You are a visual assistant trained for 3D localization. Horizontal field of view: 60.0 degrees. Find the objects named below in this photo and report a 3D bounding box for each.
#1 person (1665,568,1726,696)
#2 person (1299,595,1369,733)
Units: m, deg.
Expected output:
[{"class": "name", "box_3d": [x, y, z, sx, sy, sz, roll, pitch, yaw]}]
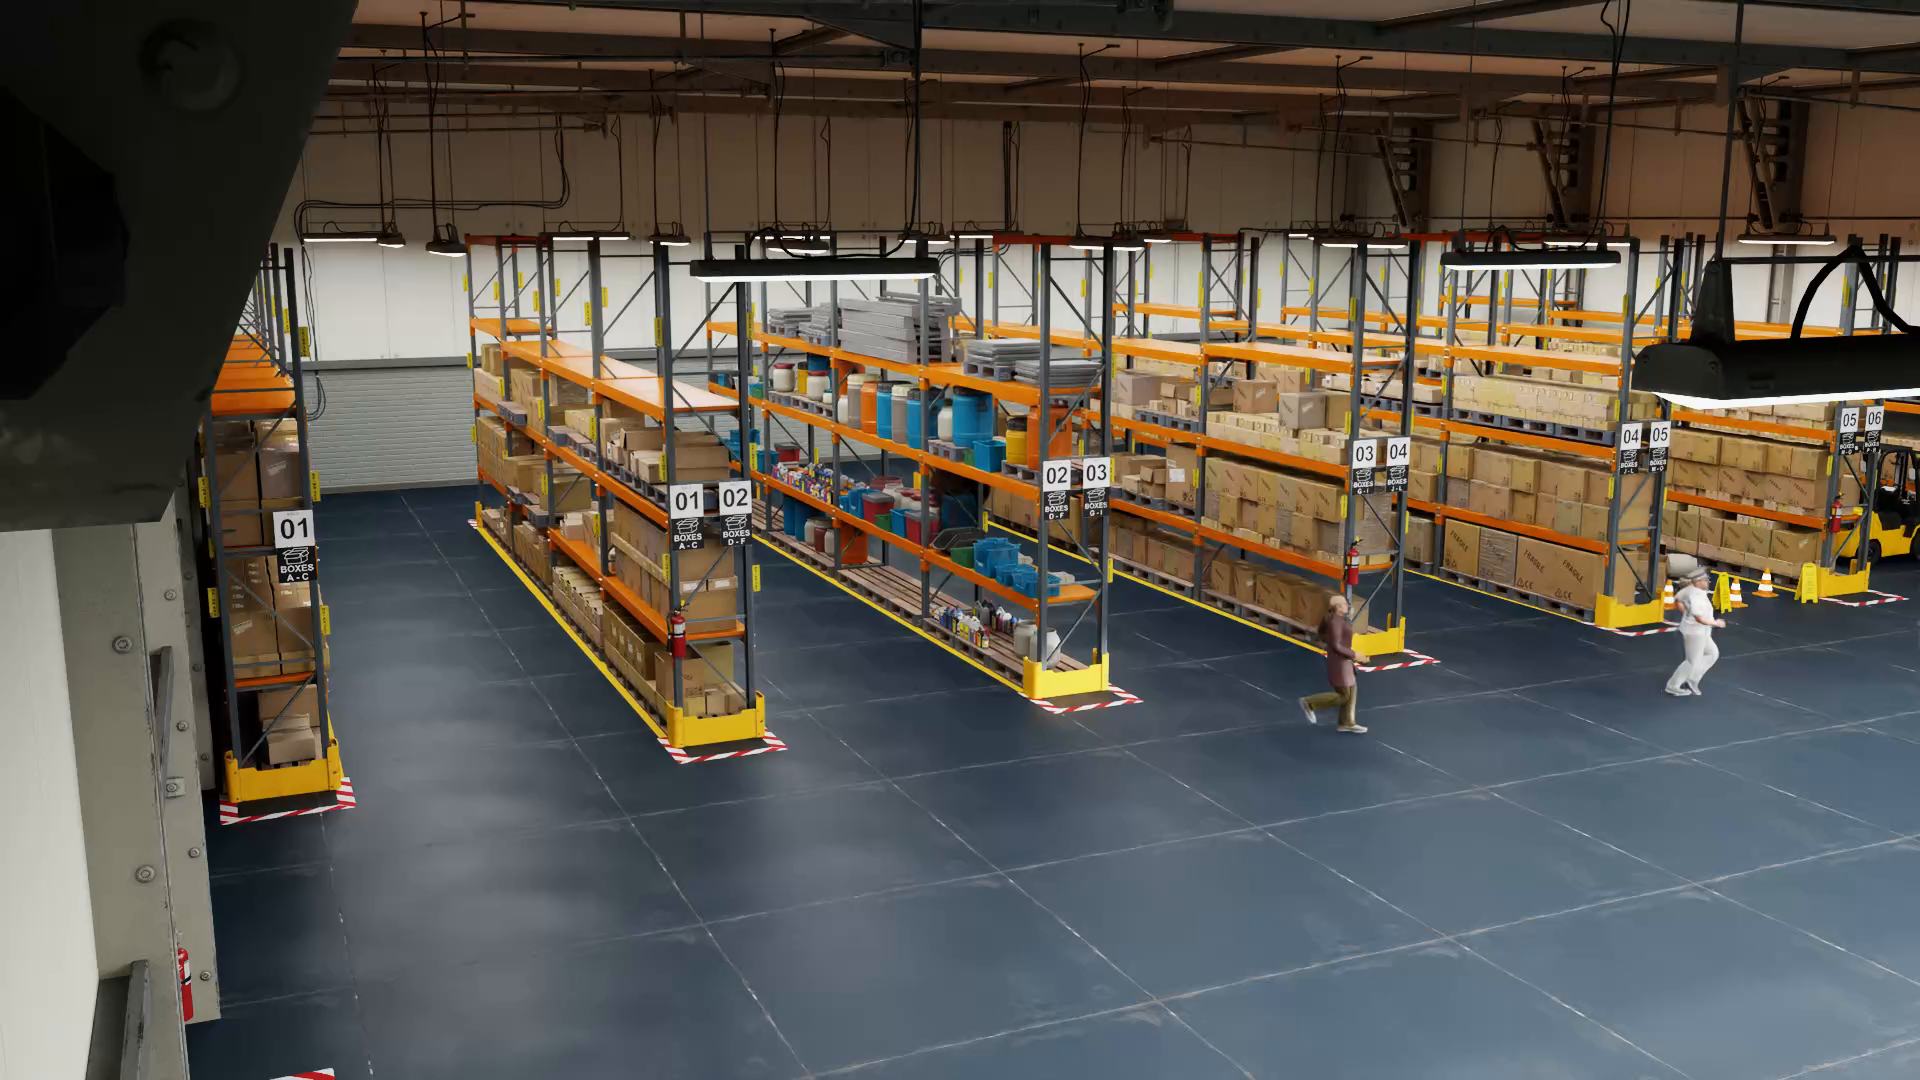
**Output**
[{"class": "person", "box_3d": [9.830, 1.241, 22.183, 0.683, 1.791, 0.668, 3, 11, 16]}, {"class": "person", "box_3d": [4.654, 1.538, 20.634, 0.870, 1.751, 0.723, 1, 11, 5]}]
